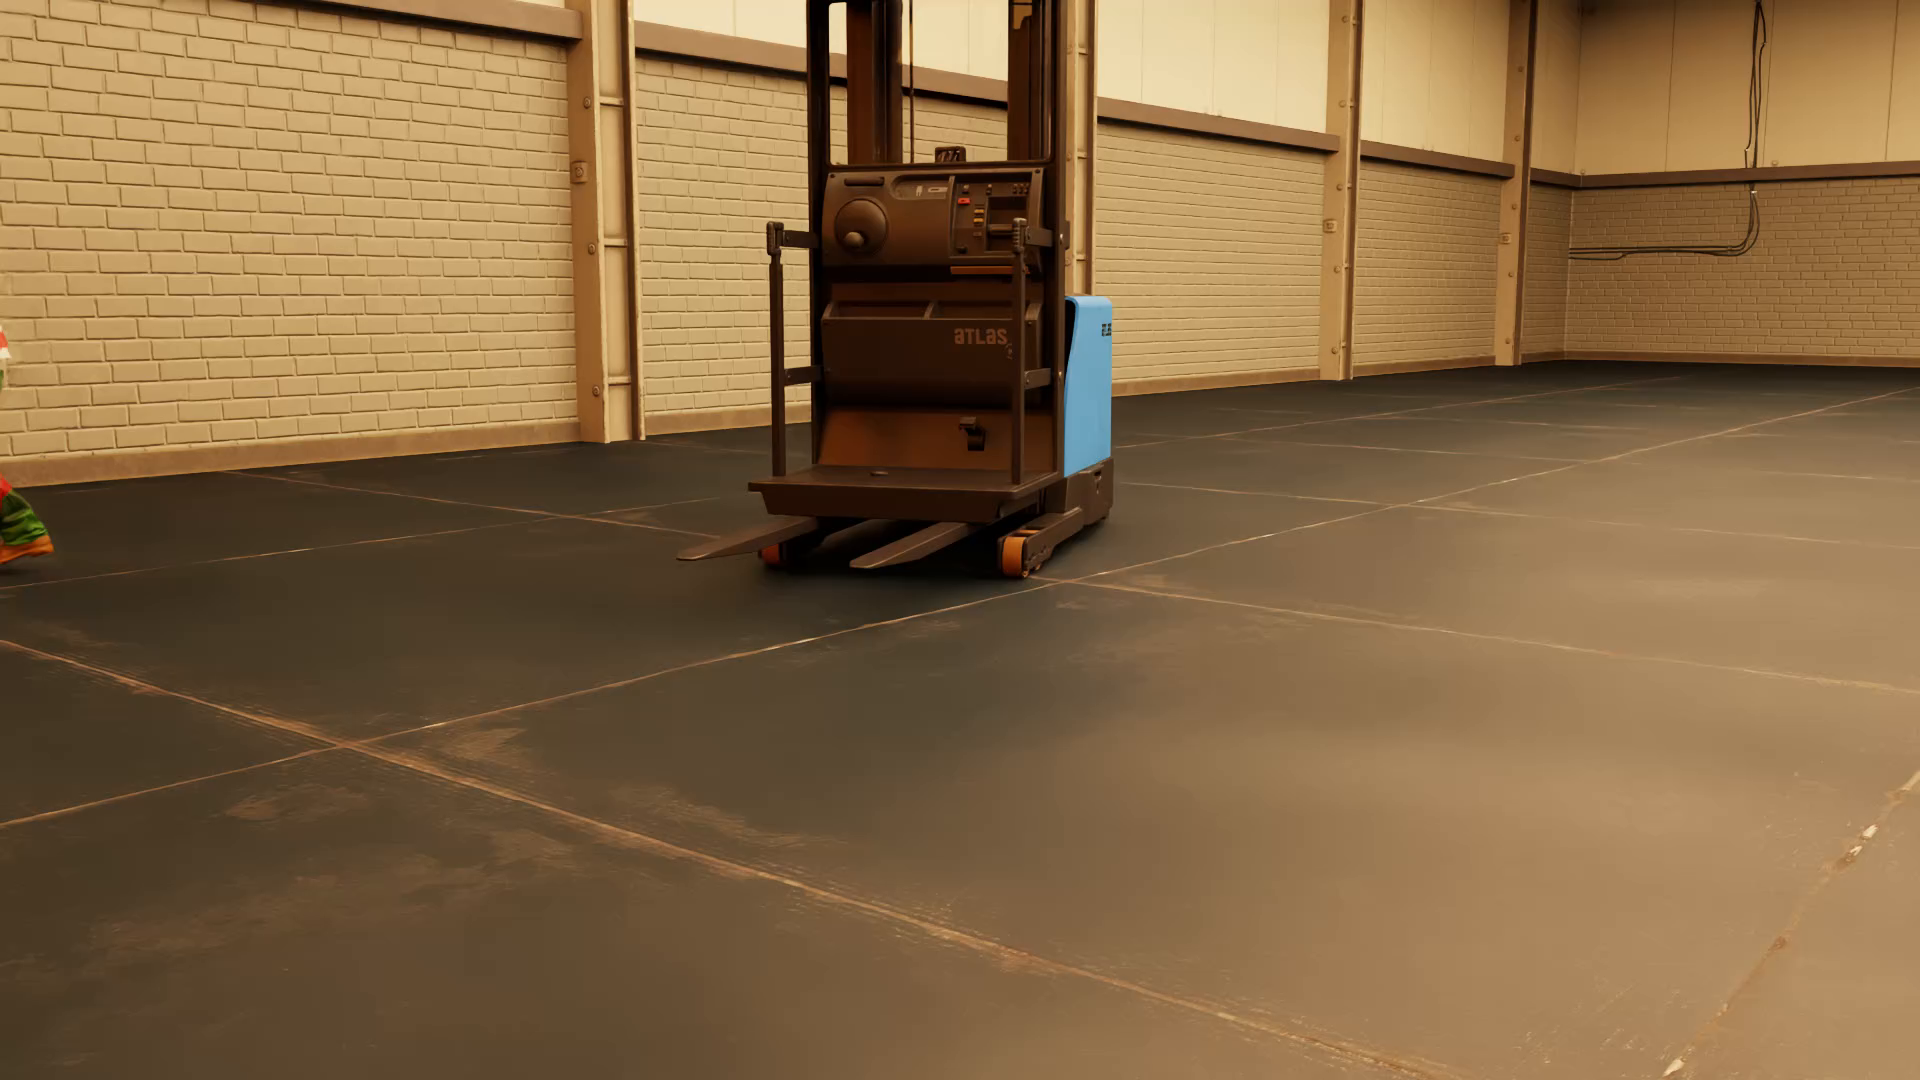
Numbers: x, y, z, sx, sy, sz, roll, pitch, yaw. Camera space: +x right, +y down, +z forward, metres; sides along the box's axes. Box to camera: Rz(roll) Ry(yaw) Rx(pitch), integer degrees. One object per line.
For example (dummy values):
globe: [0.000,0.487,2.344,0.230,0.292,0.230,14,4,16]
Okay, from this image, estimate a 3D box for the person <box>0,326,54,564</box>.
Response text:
person: [-4.084,-0.640,6.576,1.100,1.720,0.591,7,11,38]

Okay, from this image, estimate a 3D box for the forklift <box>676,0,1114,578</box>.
forklift: [-0.176,-1.366,6.616,1.130,2.935,3.031,3,9,17]
